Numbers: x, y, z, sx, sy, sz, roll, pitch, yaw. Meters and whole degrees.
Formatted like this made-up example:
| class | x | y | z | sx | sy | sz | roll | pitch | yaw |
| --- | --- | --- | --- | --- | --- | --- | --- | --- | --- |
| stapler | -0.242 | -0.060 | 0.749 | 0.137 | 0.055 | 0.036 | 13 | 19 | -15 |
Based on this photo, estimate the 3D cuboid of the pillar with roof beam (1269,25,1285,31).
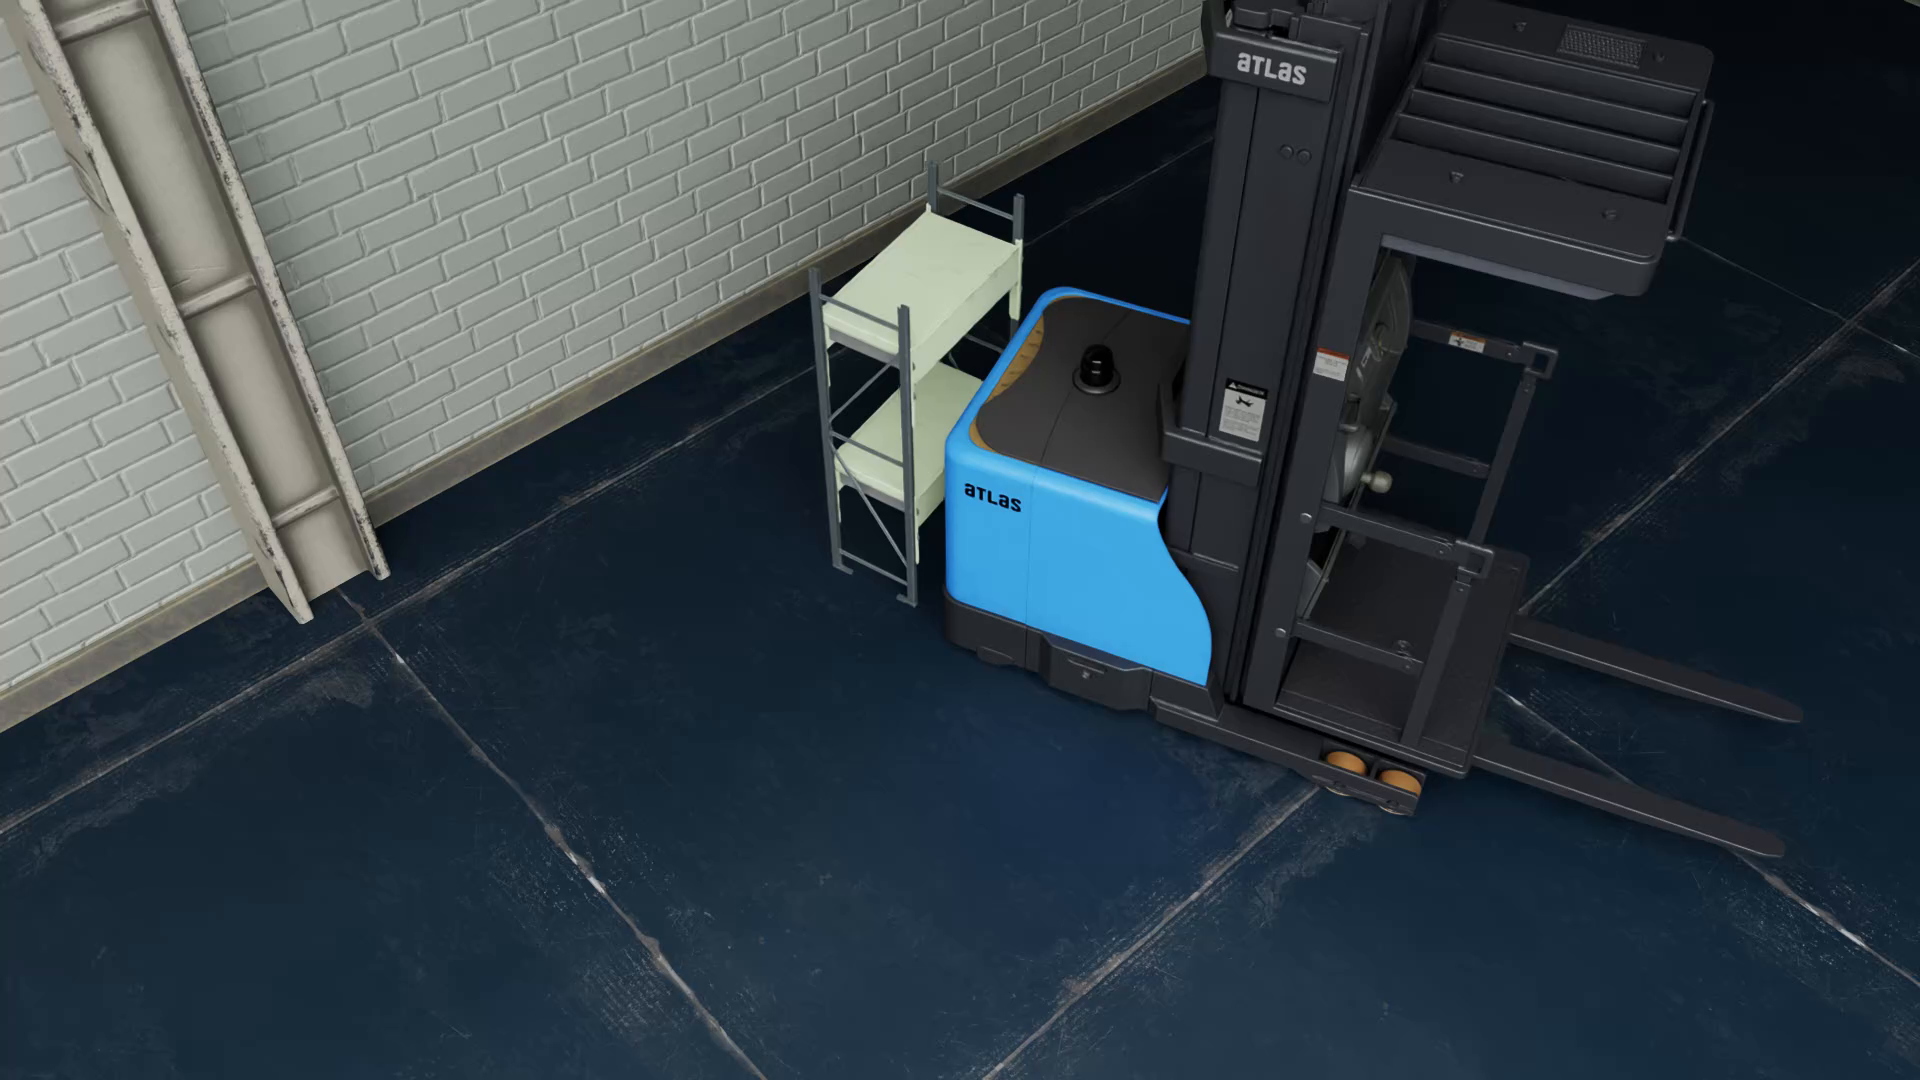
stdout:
| class | x | y | z | sx | sy | sz | roll | pitch | yaw |
| --- | --- | --- | --- | --- | --- | --- | --- | --- | --- |
| pillar with roof beam | 4.805 | -3.527 | 3.935 | 0.400 | 9.000 | 9.100 | -34 | 56 | -27 |

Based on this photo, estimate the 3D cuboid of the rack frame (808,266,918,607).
| class | x | y | z | sx | sy | sz | roll | pitch | yaw |
| --- | --- | --- | --- | --- | --- | --- | --- | --- | --- |
| rack frame | -0.340 | -0.330 | 6.087 | 0.400 | 1.500 | 0.023 | 25 | 52 | 22 |

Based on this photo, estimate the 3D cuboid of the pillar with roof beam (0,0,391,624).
| class | x | y | z | sx | sy | sz | roll | pitch | yaw |
| --- | --- | --- | --- | --- | --- | --- | --- | --- | --- |
| pillar with roof beam | 0.365 | -0.561 | 1.197 | 0.400 | 9.000 | 9.100 | -34 | 56 | -27 |

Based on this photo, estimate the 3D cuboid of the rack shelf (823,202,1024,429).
| class | x | y | z | sx | sy | sz | roll | pitch | yaw |
| --- | --- | --- | --- | --- | --- | --- | --- | --- | --- |
| rack shelf | -0.141 | -0.821 | 6.009 | 0.431 | 0.370 | 0.720 | 25 | 52 | 22 |

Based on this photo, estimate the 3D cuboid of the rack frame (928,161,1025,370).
| class | x | y | z | sx | sy | sz | roll | pitch | yaw |
| --- | --- | --- | --- | --- | --- | --- | --- | --- | --- |
| rack frame | 0.057 | -0.782 | 6.504 | 0.400 | 1.500 | 0.023 | 25 | 52 | 22 |

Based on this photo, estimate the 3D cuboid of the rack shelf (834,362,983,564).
| class | x | y | z | sx | sy | sz | roll | pitch | yaw |
| --- | --- | --- | --- | --- | --- | --- | --- | --- | --- |
| rack shelf | -0.141 | -0.335 | 6.535 | 0.431 | 0.370 | 0.720 | 25 | 52 | 22 |

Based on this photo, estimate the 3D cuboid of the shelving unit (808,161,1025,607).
| class | x | y | z | sx | sy | sz | roll | pitch | yaw |
| --- | --- | --- | --- | --- | --- | --- | --- | --- | --- |
| shelving unit | -0.141 | -0.556 | 6.296 | 0.431 | 1.500 | 0.755 | 25 | 52 | 22 |

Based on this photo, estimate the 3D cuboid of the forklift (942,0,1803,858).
| class | x | y | z | sx | sy | sz | roll | pitch | yaw |
| --- | --- | --- | --- | --- | --- | --- | --- | --- | --- |
| forklift | 1.494 | -0.469 | 5.242 | 3.031 | 2.935 | 1.130 | 18 | 50 | 16 |
